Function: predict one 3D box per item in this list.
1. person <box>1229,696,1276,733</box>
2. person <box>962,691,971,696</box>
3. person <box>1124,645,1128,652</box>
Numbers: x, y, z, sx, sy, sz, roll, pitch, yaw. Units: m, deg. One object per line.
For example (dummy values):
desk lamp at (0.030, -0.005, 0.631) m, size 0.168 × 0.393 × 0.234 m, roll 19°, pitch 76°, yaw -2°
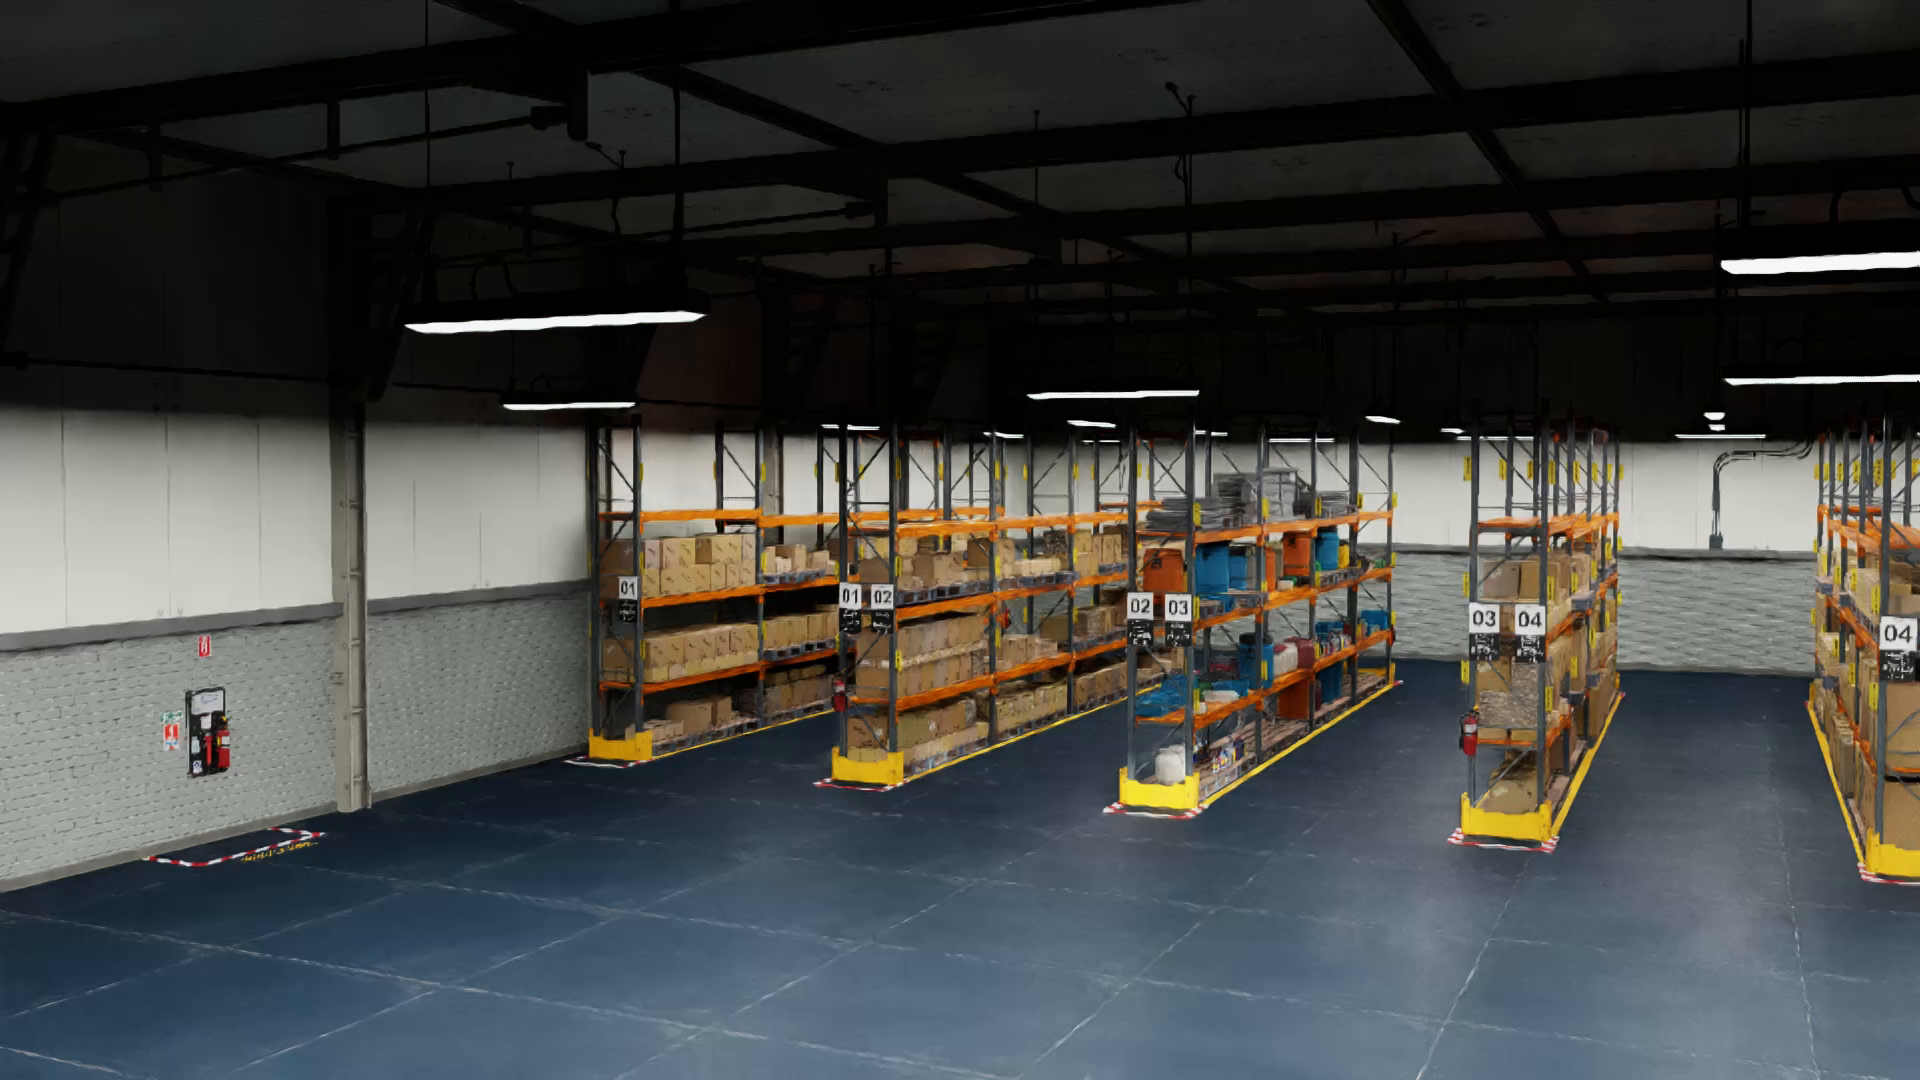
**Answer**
person at (5.534, 2.787, 31.285) m, size 0.988 × 1.751 × 0.602 m, roll -2°, pitch 3°, yaw -44°
person at (0.083, 2.724, 36.089) m, size 0.603 × 1.590 × 0.831 m, roll 1°, pitch 3°, yaw 30°
person at (4.408, 2.396, 42.683) m, size 0.401 × 1.674 × 0.508 m, roll 1°, pitch 3°, yaw 23°
